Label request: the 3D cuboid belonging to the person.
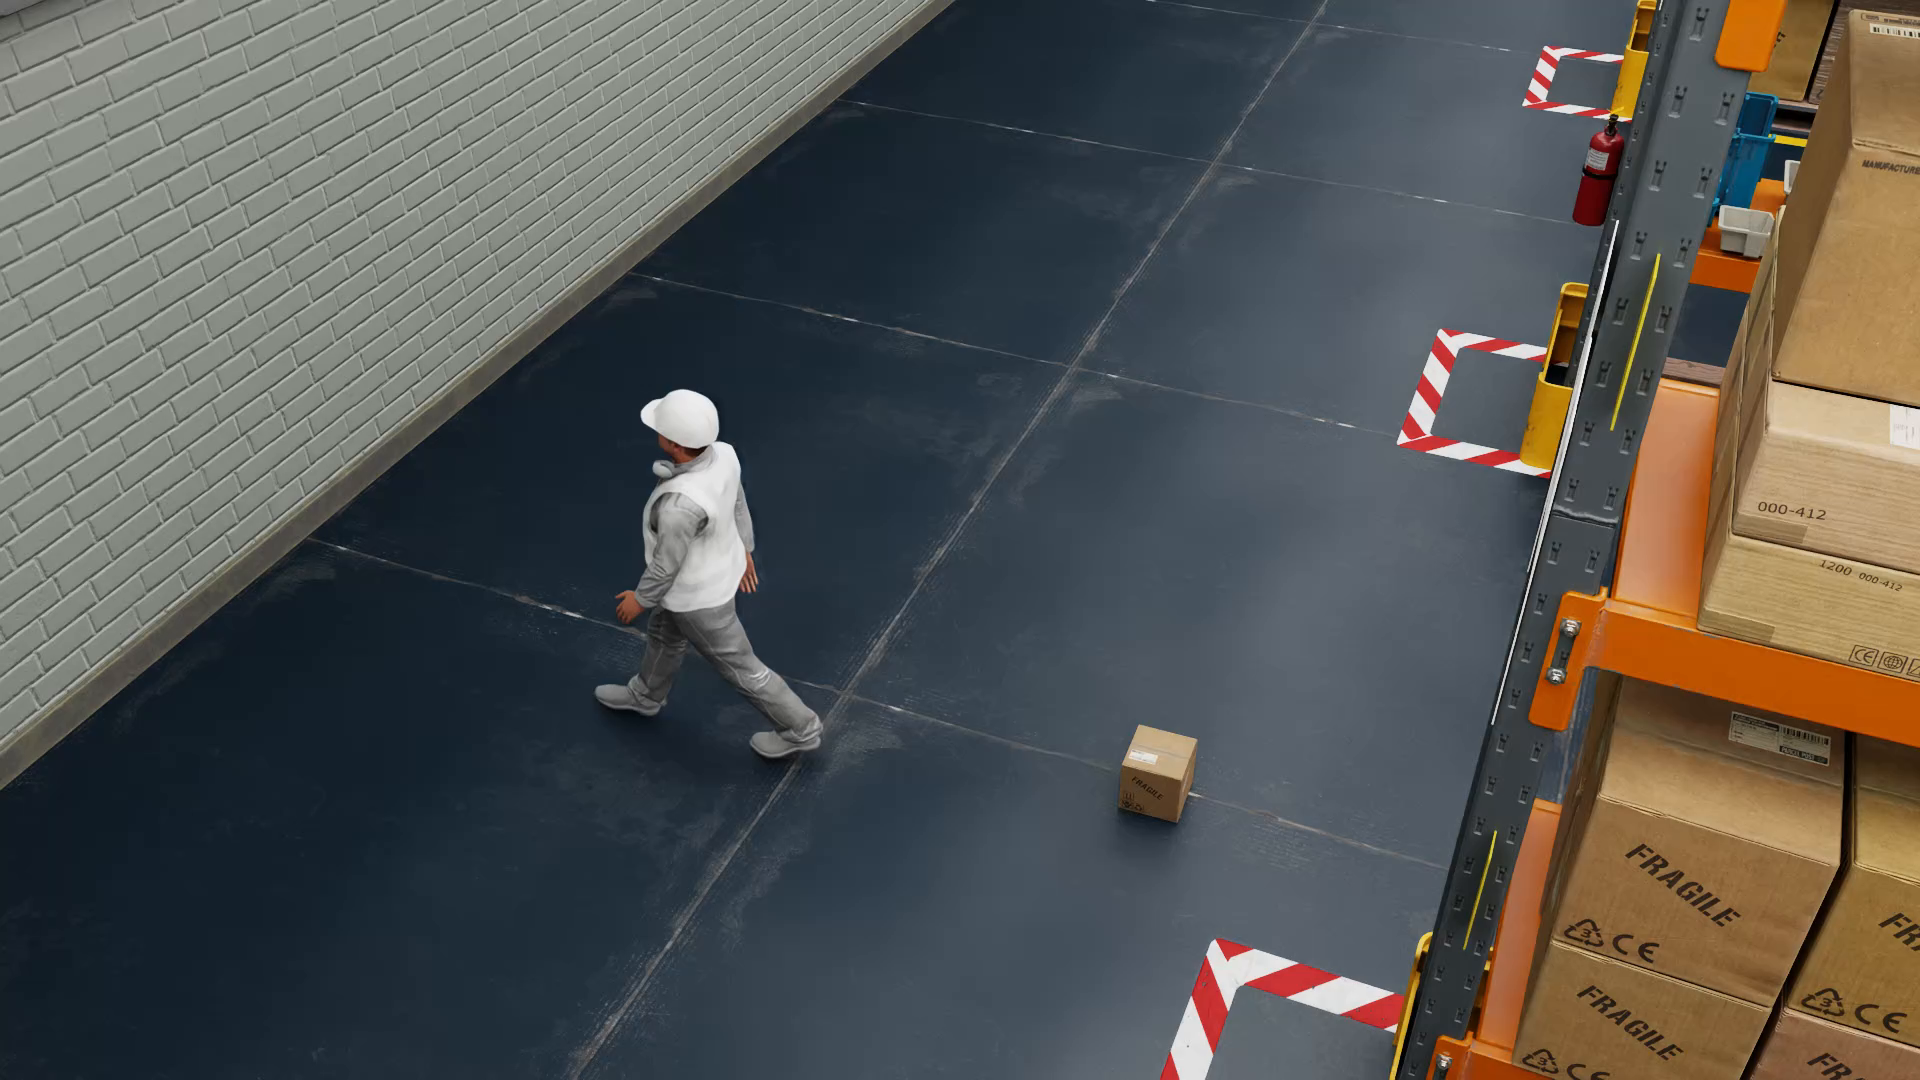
[{"bbox_3d":[-1.089,0.144,6.603,1.058,1.719,0.549,5,38,7],"label":"person"}]
